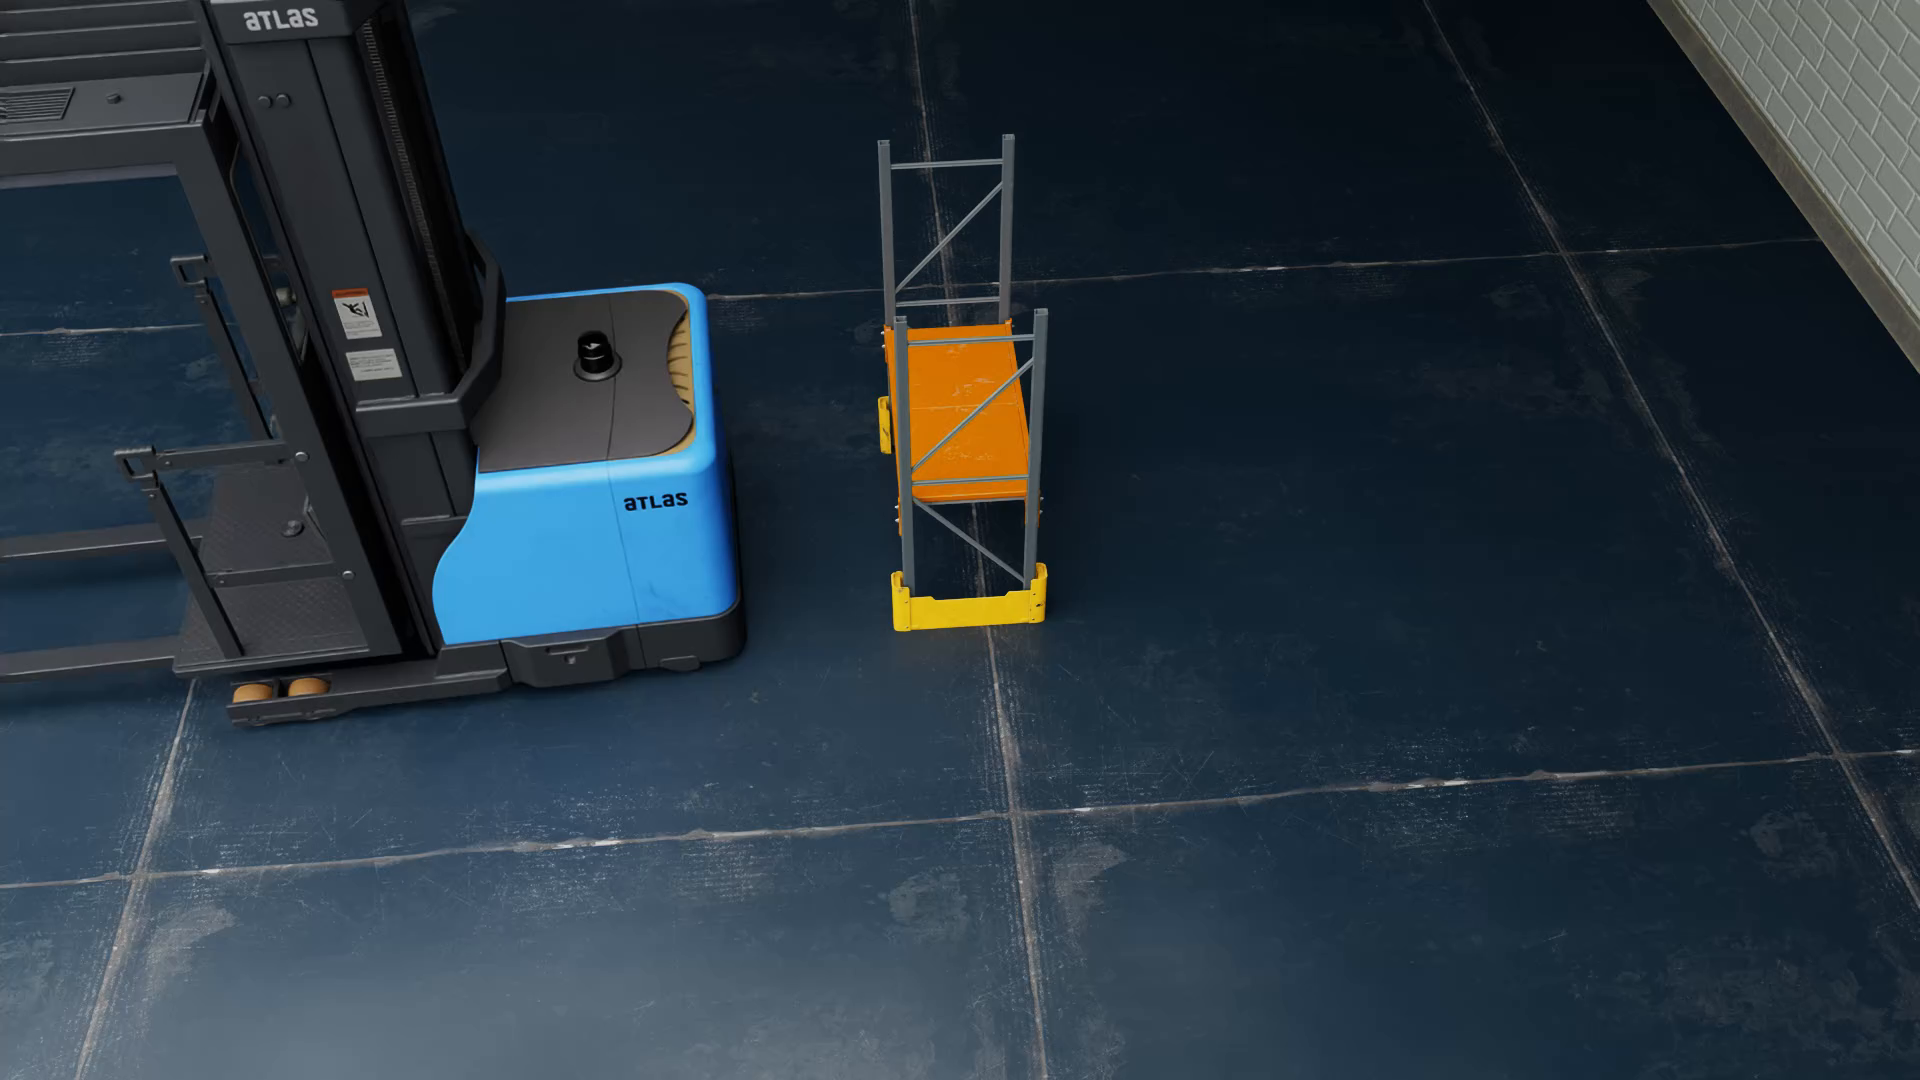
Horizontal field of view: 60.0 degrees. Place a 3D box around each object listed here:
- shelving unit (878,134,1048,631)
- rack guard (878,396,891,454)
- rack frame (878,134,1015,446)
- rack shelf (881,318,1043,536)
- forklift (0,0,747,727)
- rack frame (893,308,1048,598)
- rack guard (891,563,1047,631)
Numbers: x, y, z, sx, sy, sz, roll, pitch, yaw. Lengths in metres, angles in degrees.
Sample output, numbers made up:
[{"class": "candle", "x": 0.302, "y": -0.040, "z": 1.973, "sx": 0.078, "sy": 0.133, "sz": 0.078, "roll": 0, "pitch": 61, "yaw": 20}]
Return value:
[{"class": "shelving unit", "x": -0.006, "y": -0.571, "z": 6.258, "sx": 0.587, "sy": 1.500, "sz": 1.083, "roll": -3, "pitch": 47, "yaw": -3}, {"class": "rack guard", "x": -0.048, "y": -0.501, "z": 7.053, "sx": 0.587, "sy": 0.250, "sz": 0.087, "roll": -3, "pitch": 47, "yaw": -3}, {"class": "rack frame", "x": -0.050, "y": -0.945, "z": 6.612, "sx": 0.500, "sy": 1.500, "sz": 0.032, "roll": -3, "pitch": 47, "yaw": -3}, {"class": "rack shelf", "x": -0.007, "y": -0.454, "z": 6.395, "sx": 0.538, "sy": 0.185, "sz": 1.000, "roll": -3, "pitch": 47, "yaw": -3}, {"class": "forklift", "x": -2.368, "y": -0.738, "z": 5.430, "sx": 3.031, "sy": 2.935, "sz": 1.130, "roll": -6, "pitch": 47, "yaw": -6}, {"class": "rack frame", "x": 0.035, "y": -0.210, "z": 5.916, "sx": 0.500, "sy": 1.500, "sz": 0.032, "roll": -3, "pitch": 47, "yaw": -3}, {"class": "rack guard", "x": 0.035, "y": 0.219, "z": 6.370, "sx": 0.587, "sy": 0.250, "sz": 0.087, "roll": -3, "pitch": 47, "yaw": -3}]
